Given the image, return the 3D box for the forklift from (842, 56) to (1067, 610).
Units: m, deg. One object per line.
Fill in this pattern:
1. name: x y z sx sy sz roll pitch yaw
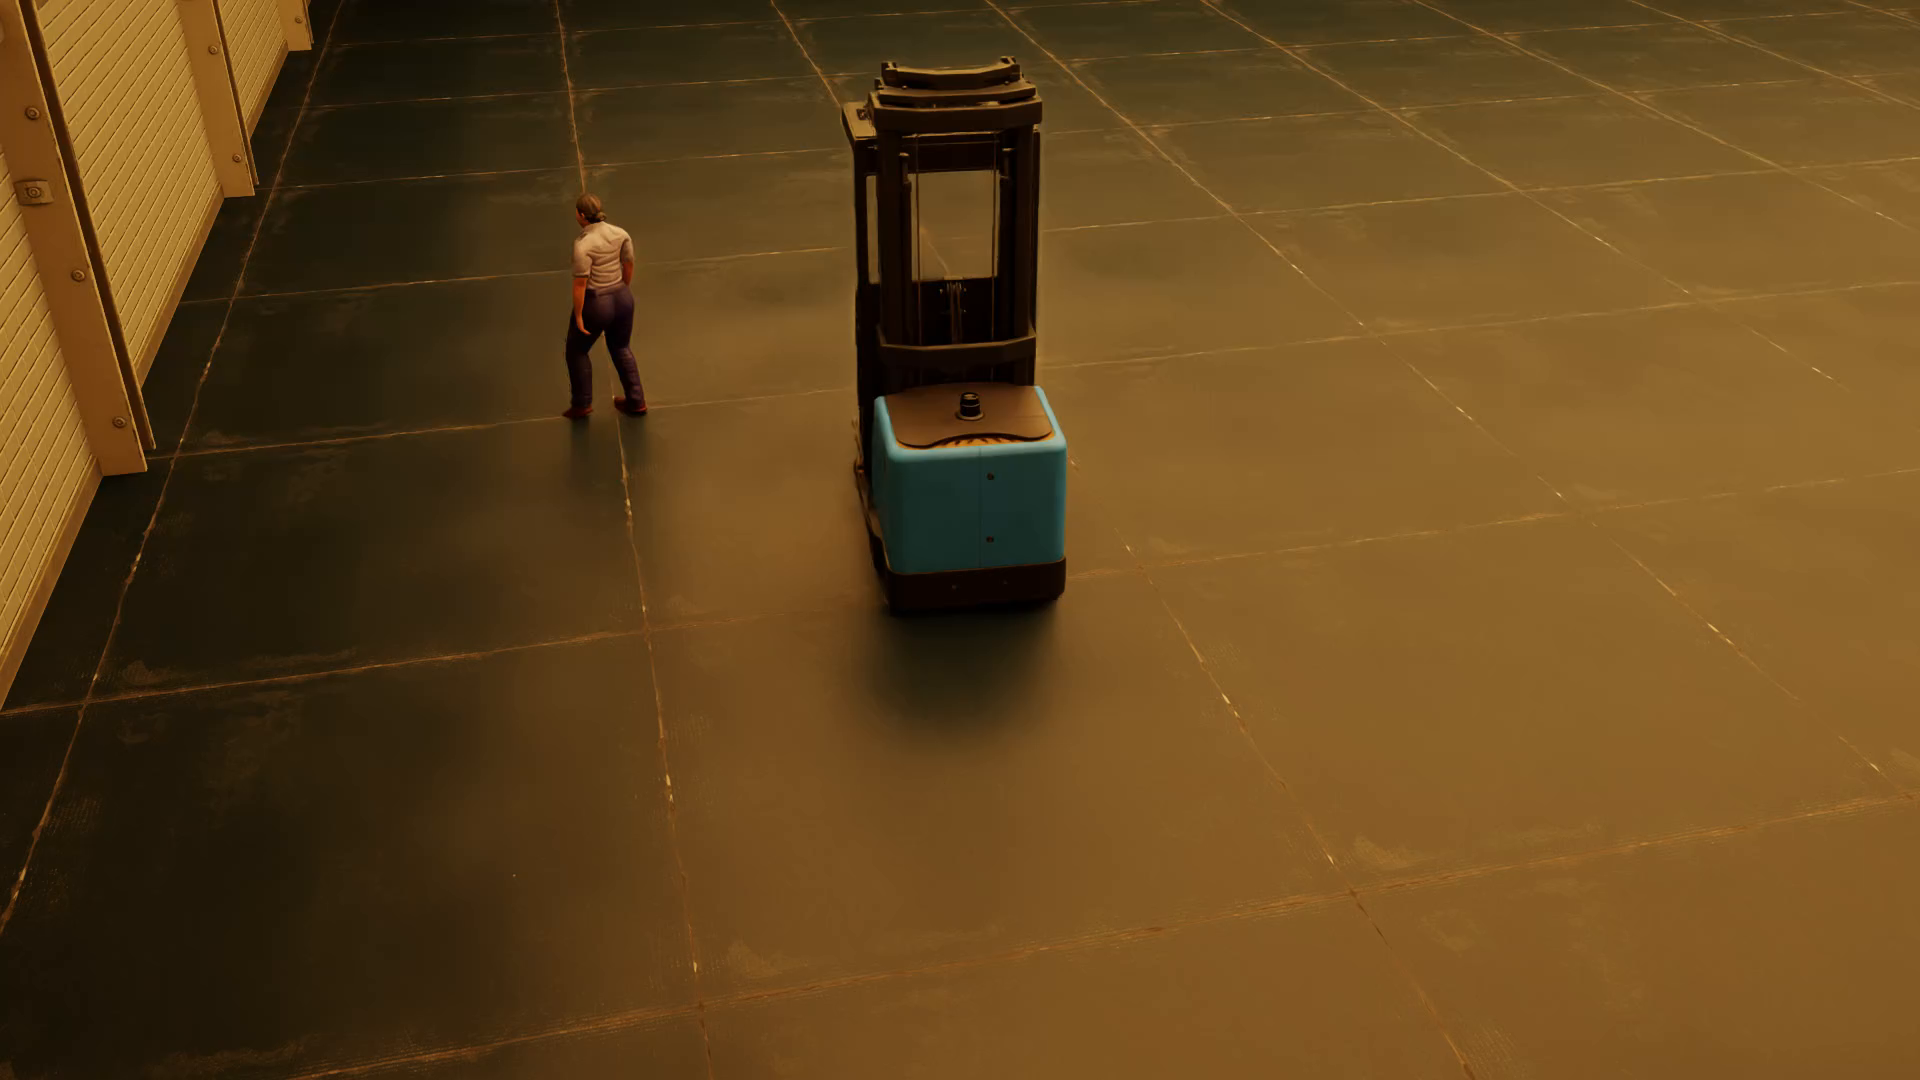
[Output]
1. forklift: -0.116 -1.582 10.308 1.130 2.935 3.031 -4 30 -8

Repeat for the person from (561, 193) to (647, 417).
1. person: -2.569 -1.642 11.763 0.520 1.691 0.577 22 37 33
